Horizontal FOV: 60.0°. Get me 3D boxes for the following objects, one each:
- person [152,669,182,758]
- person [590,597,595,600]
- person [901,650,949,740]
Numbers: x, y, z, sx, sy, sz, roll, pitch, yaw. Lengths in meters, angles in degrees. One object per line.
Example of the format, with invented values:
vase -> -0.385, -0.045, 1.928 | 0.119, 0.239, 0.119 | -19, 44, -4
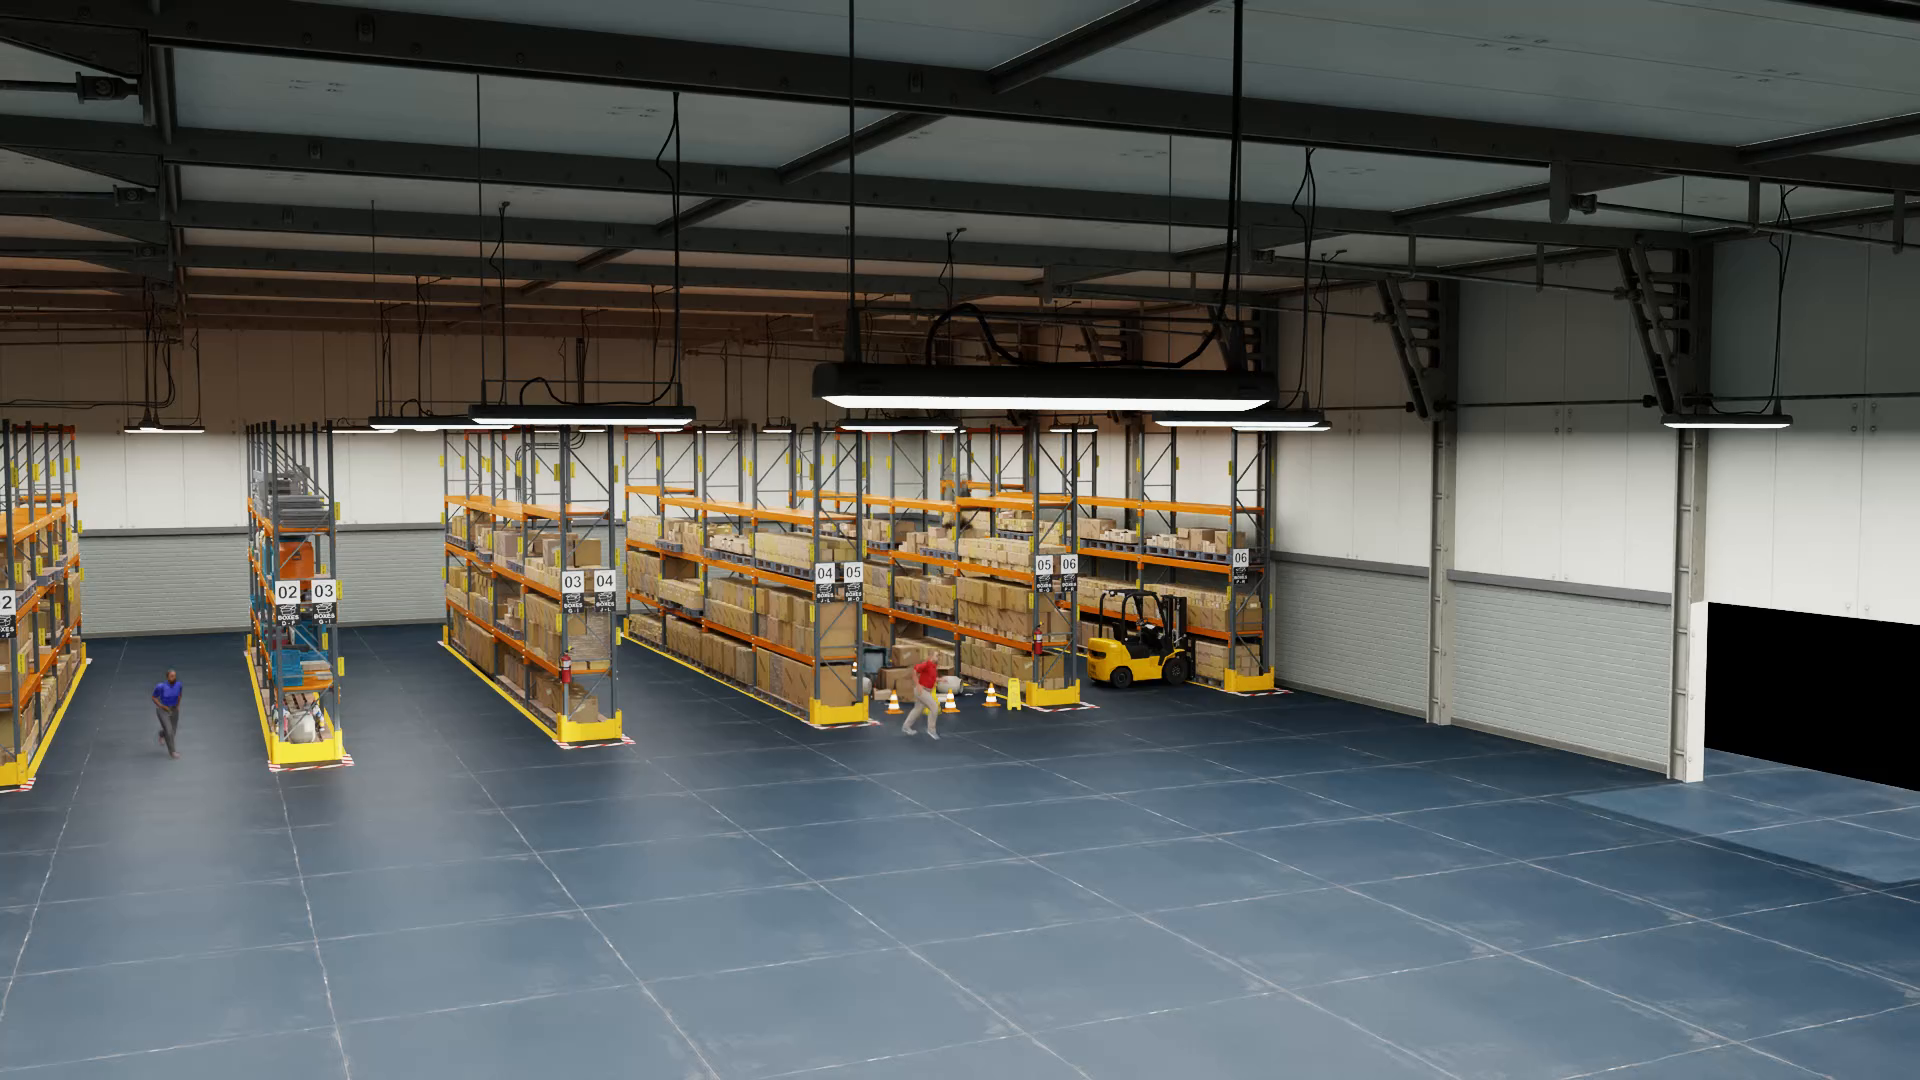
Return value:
person -> -14.200, 3.083, 29.736 | 0.775, 1.605, 0.548 | 3, 5, 43
person -> -9.832, 2.057, 45.286 | 0.594, 1.714, 0.827 | -1, 4, -19
person -> -0.704, 2.982, 31.512 | 0.932, 1.645, 0.677 | 1, 4, 17
